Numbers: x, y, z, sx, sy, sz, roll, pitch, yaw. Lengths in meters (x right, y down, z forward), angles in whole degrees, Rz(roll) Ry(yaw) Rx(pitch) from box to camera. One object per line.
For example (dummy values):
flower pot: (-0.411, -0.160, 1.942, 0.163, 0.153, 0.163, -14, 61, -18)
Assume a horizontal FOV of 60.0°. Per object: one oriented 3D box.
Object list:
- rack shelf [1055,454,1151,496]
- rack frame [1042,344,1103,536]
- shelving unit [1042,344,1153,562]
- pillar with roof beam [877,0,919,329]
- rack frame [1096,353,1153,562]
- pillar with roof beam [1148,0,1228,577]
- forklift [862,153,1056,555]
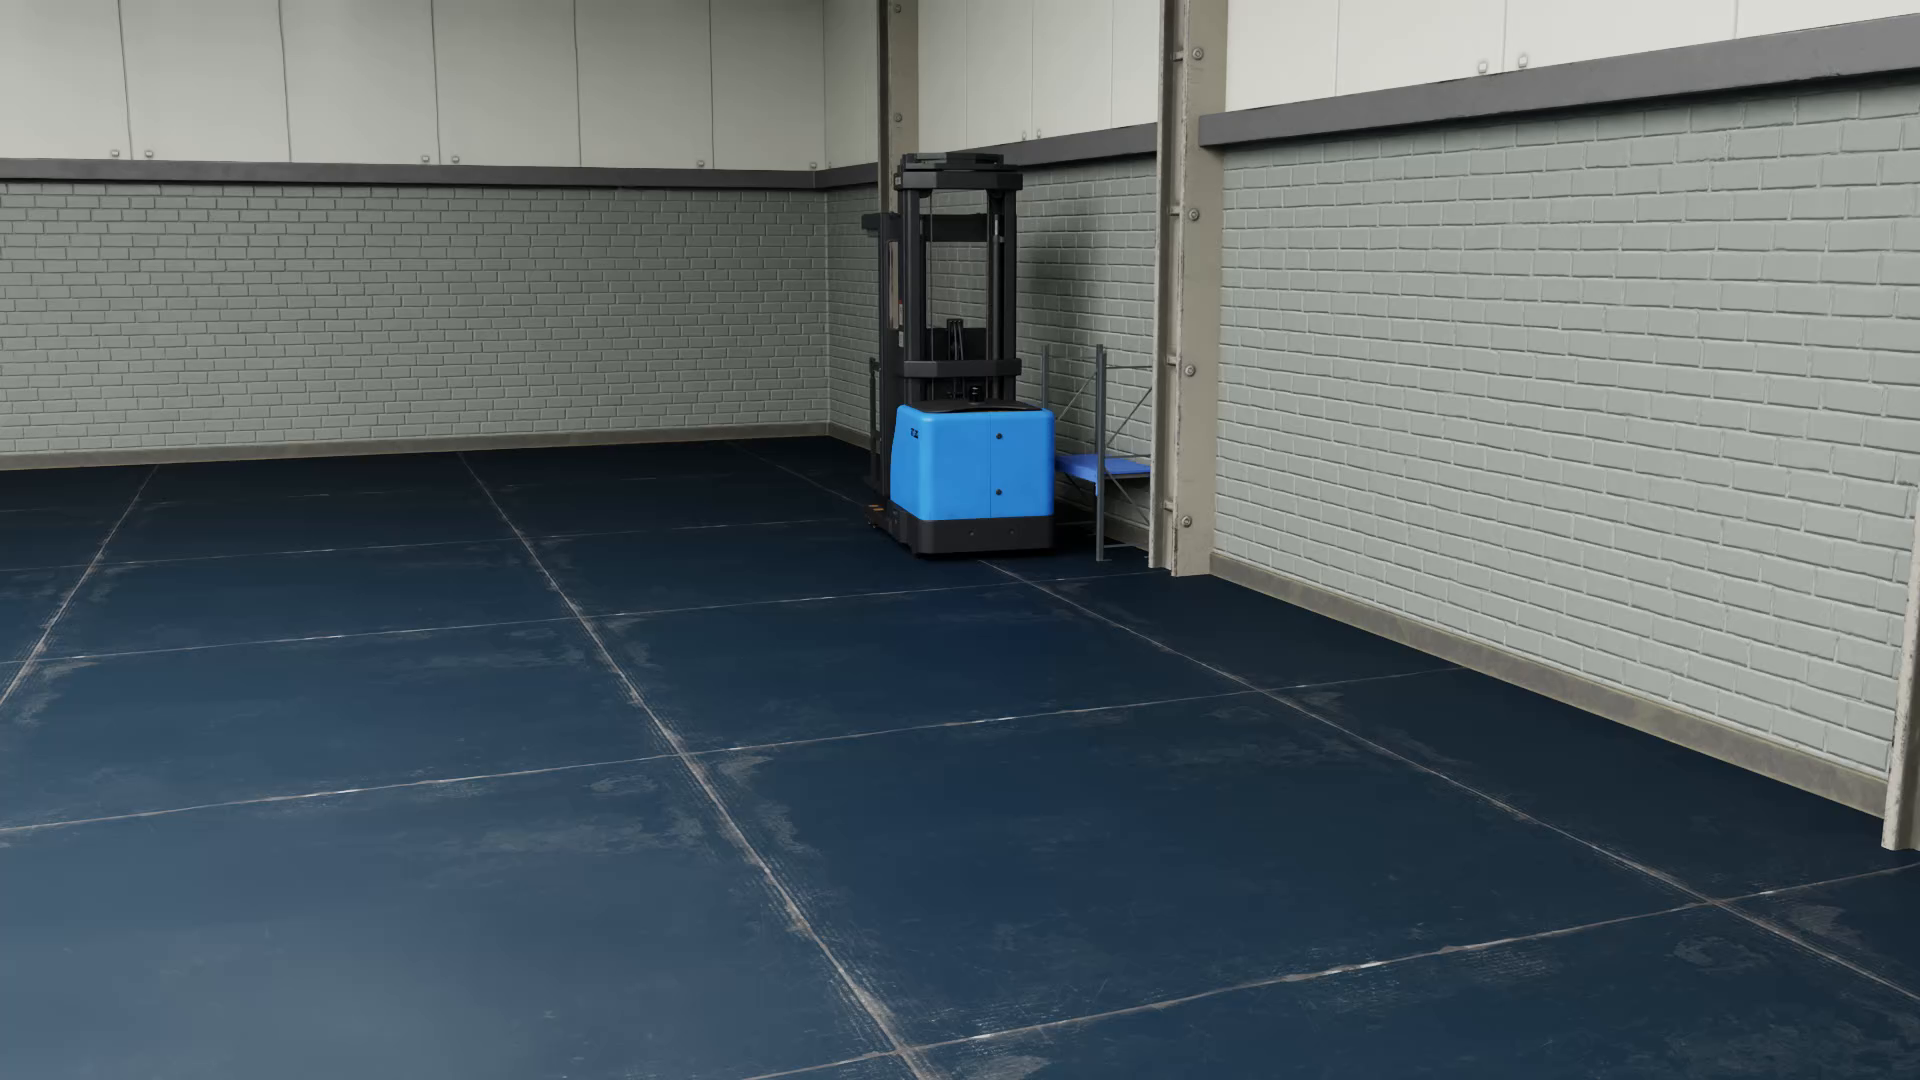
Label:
rack shelf: (1.048, -0.506, 12.511, 0.538, 0.185, 1.000, -4, 11, -20)
rack frame: (0.869, -0.767, 12.948, 0.500, 1.500, 0.032, -4, 11, -20)
shelving unit: (1.048, -0.683, 12.480, 0.538, 1.500, 1.048, -4, 11, -20)
pillar with roof beam: (-4.630, -4.925, 14.915, 9.100, 9.000, 0.400, -4, 11, -21)
rack frame: (1.227, -0.600, 12.012, 0.500, 1.500, 0.032, -4, 11, -20)
pillar with roof beam: (-2.456, -3.946, 9.409, 9.100, 9.000, 0.400, -4, 11, -21)
forklift: (-0.159, -1.550, 13.262, 1.130, 2.935, 3.031, -3, 10, -14)
